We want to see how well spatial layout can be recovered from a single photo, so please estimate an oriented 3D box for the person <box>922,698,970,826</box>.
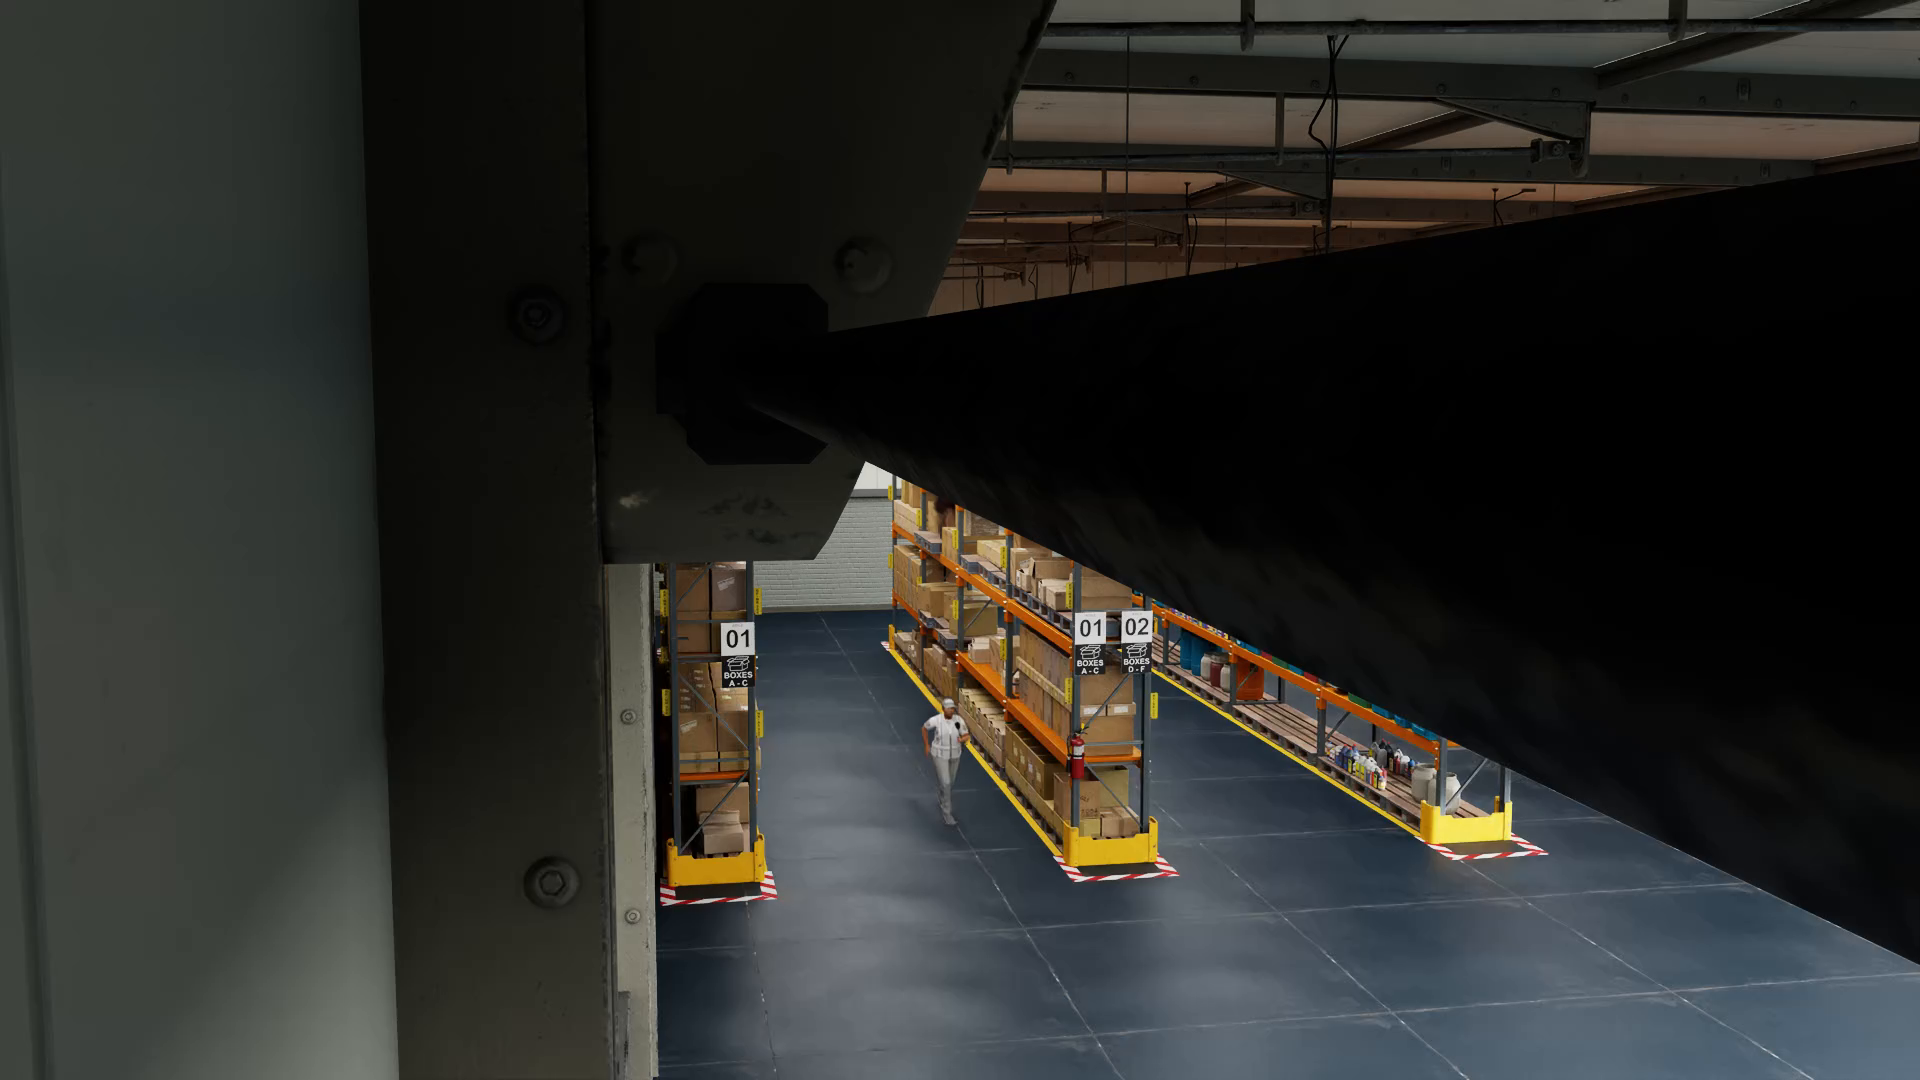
[{"bbox_3d":[-0.188,3.014,22.985,0.579,1.711,0.855,-3,7,-23],"label":"person"}]
